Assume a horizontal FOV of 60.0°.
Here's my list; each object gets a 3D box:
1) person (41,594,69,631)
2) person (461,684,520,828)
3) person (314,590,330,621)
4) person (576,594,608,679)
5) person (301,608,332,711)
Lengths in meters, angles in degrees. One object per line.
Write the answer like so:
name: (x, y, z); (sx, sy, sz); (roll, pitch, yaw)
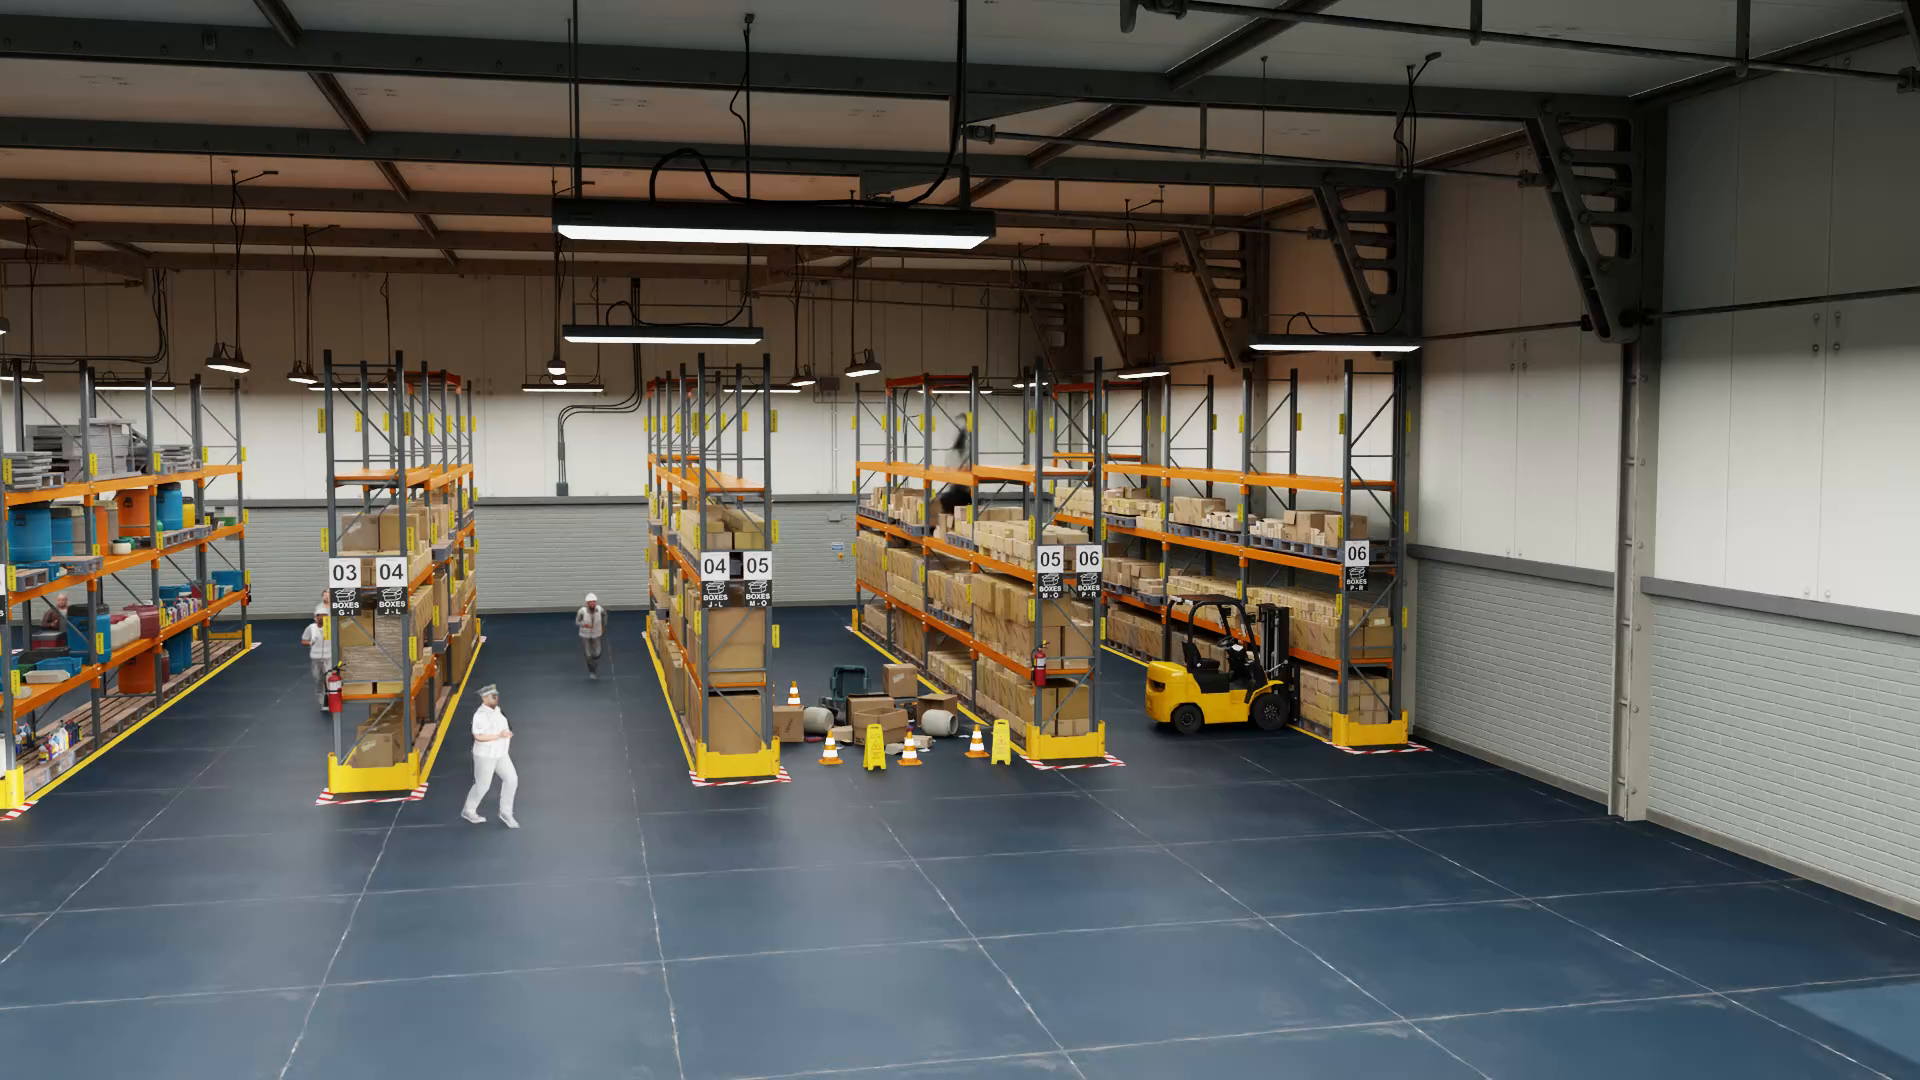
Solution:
person: (-16.889, 1.890, 31.312); (0.700, 1.757, 1.068); (-1, 4, -19)
person: (-5.827, 2.696, 20.614); (0.806, 1.854, 0.640); (1, 4, 20)
person: (-12.731, 1.841, 33.539); (0.546, 1.667, 0.628); (-1, 4, -17)
person: (-7.215, 1.893, 32.644); (0.647, 1.698, 0.708); (-1, 4, -18)
person: (-11.092, 2.050, 28.944); (0.687, 1.756, 1.034); (-1, 4, -17)
